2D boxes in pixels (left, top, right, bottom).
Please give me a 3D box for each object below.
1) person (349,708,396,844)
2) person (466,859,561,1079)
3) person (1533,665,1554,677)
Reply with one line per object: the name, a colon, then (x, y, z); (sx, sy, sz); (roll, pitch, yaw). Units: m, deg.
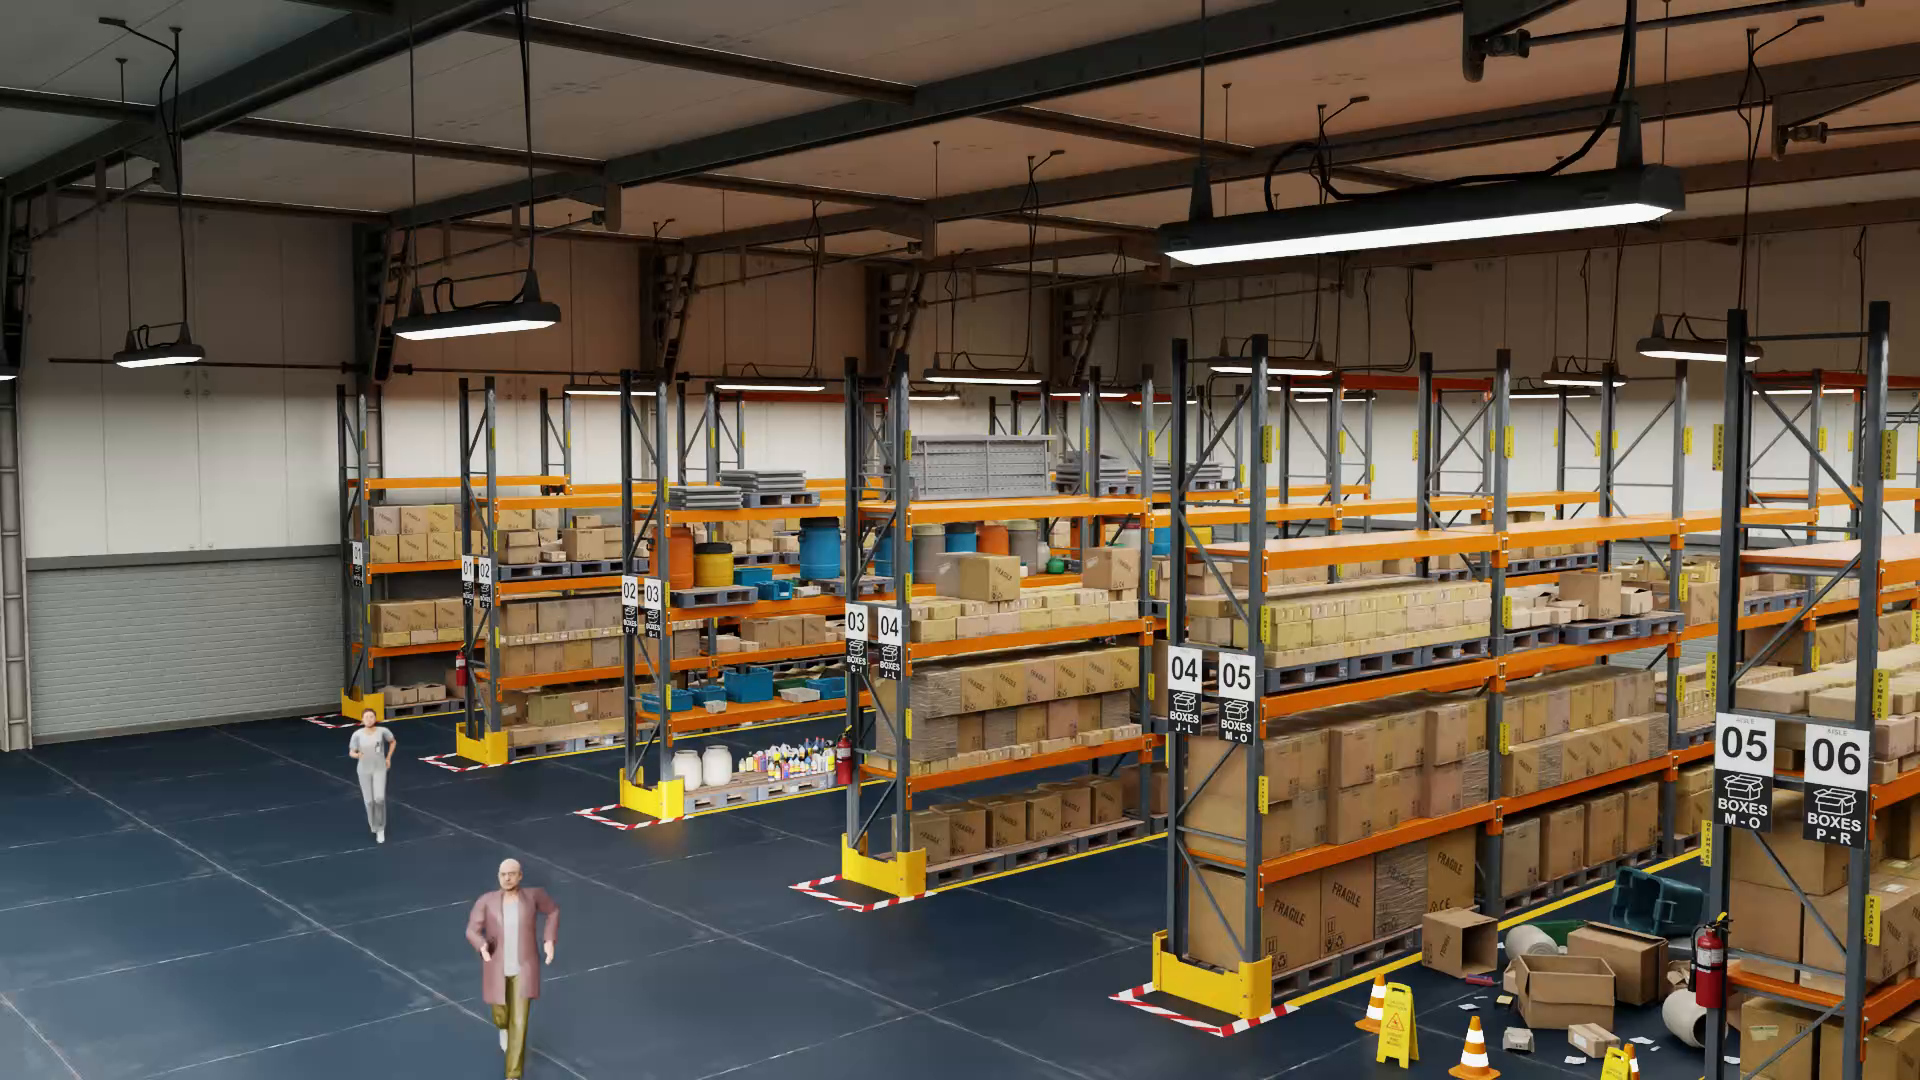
person: (-7.413, 2.970, 20.980); (0.542, 1.692, 0.731); (-1, 4, -13)
person: (-3.558, 3.409, 13.234); (0.724, 1.742, 1.079); (-1, 4, -10)
person: (8.832, 2.615, 25.092); (0.668, 1.759, 0.983); (4, 5, 43)
